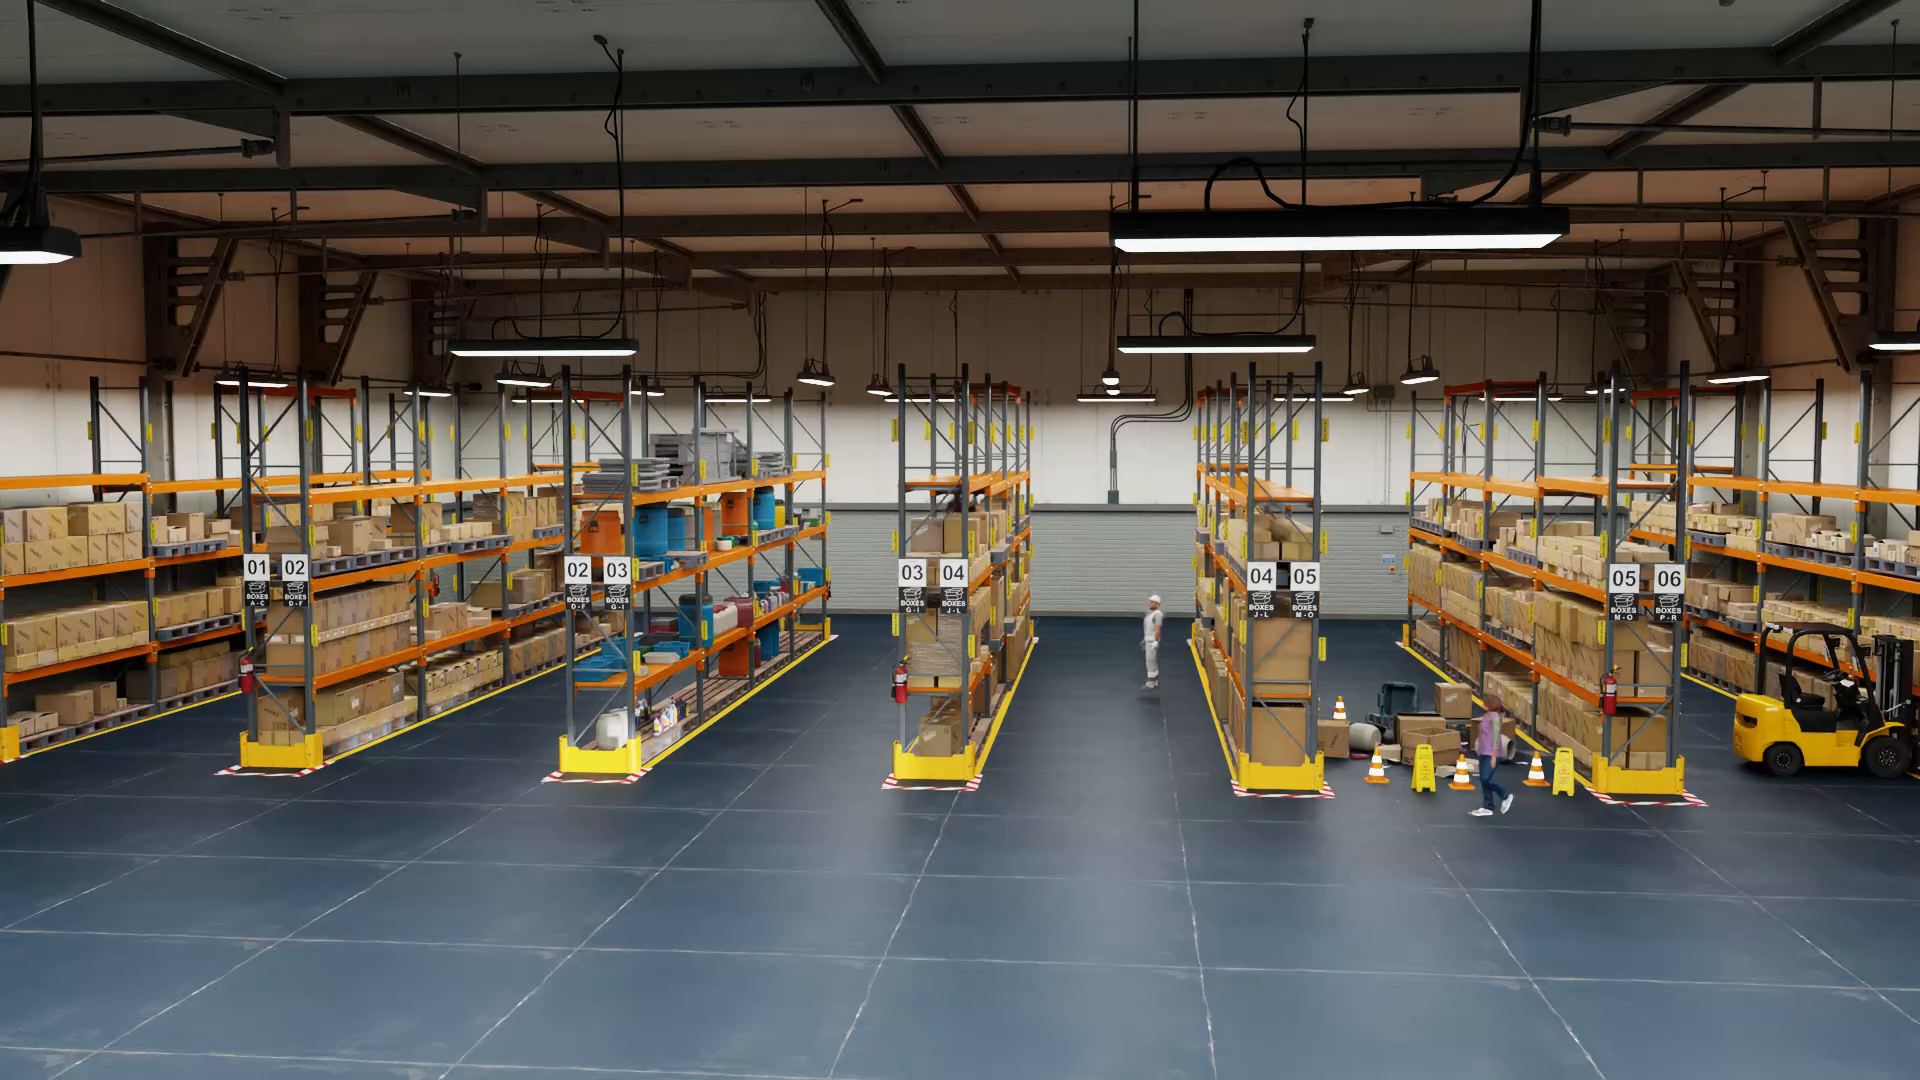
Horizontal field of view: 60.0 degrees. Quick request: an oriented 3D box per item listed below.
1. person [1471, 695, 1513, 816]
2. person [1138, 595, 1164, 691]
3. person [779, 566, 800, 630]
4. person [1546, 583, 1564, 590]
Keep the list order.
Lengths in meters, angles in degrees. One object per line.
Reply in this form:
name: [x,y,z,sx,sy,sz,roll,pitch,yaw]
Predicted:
person: [6.933,2.803,21.612,0.472,1.600,0.428,-1,4,-11]
person: [3.614,1.946,31.510,0.470,1.785,0.593,0,4,3]
person: [-4.378,1.456,42.416,0.507,1.637,0.975,1,4,11]
person: [15.007,1.451,42.072,0.498,1.709,0.468,-1,4,-10]
